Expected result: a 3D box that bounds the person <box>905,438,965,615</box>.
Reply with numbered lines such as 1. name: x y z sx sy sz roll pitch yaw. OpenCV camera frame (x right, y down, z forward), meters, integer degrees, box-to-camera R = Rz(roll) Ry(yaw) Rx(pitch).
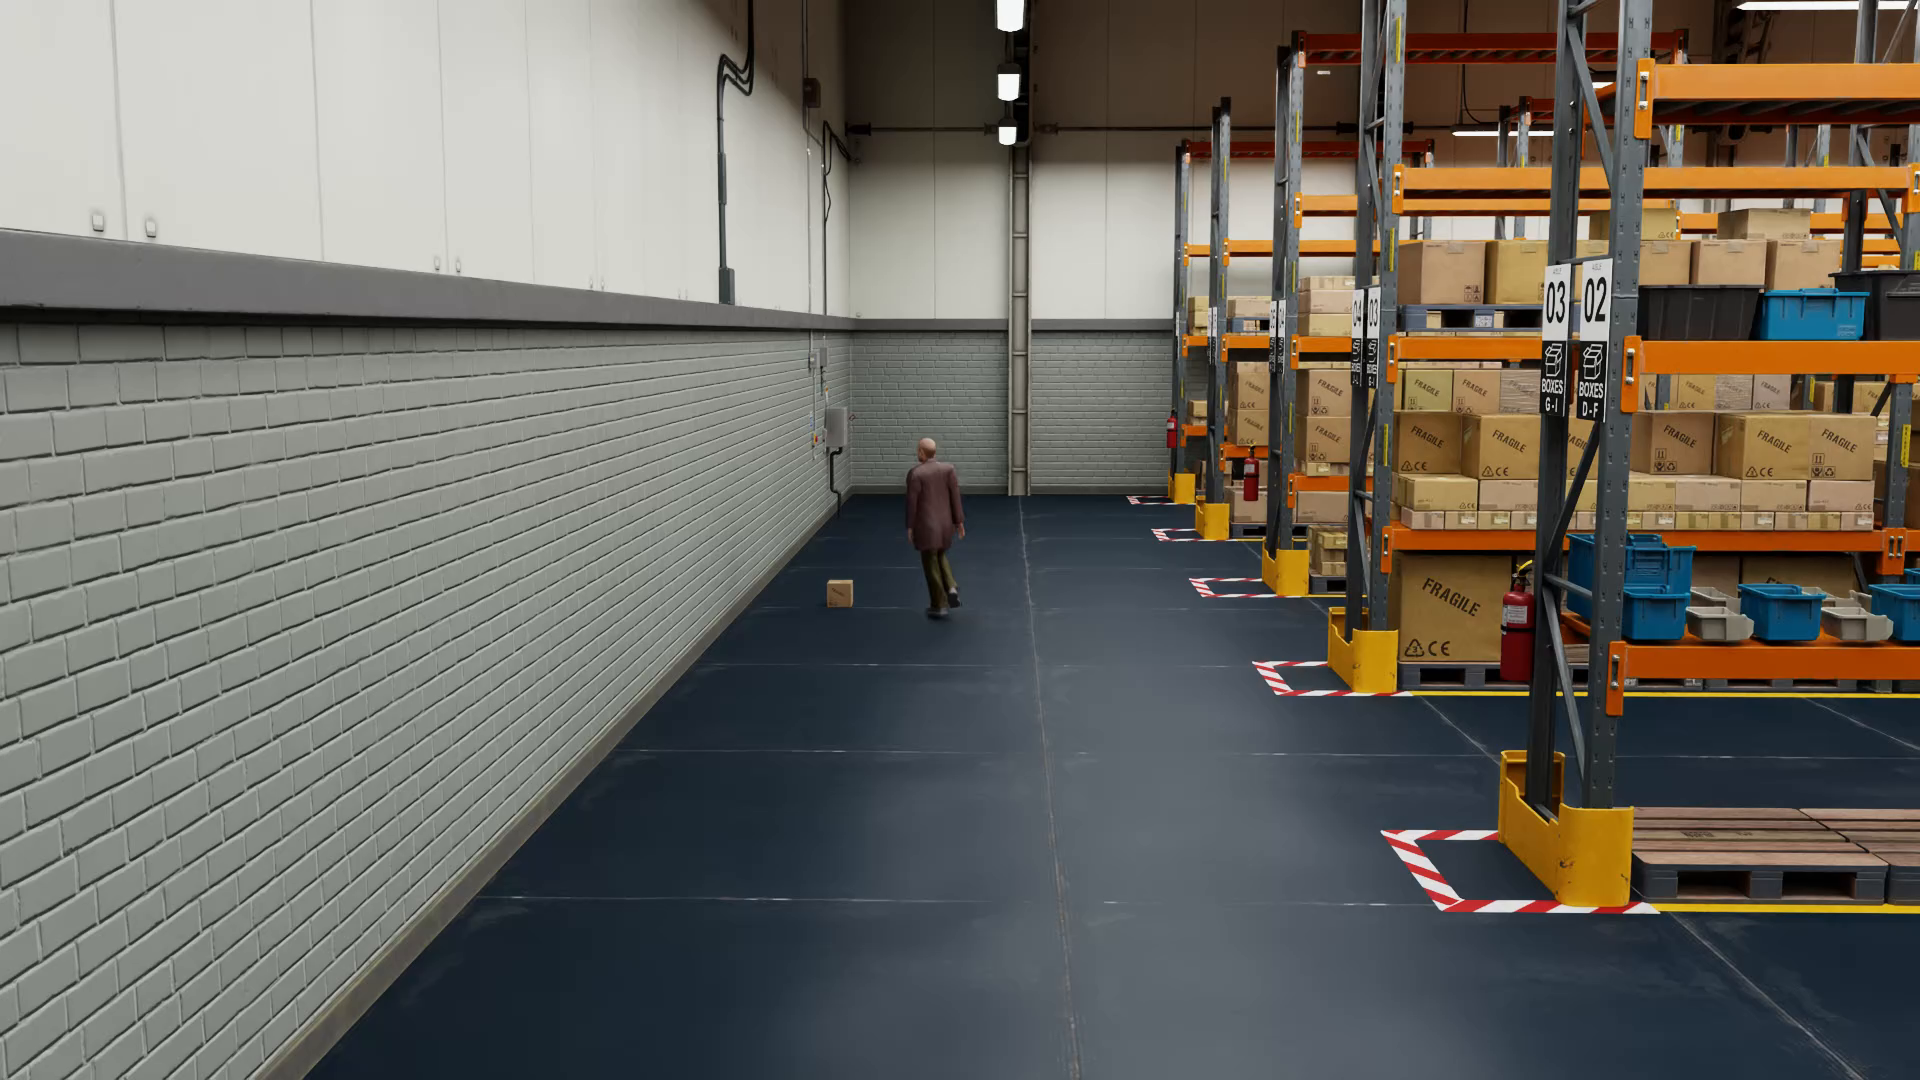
1. person: -0.276 -0.138 16.739 0.613 1.776 0.523 -5 8 -33
